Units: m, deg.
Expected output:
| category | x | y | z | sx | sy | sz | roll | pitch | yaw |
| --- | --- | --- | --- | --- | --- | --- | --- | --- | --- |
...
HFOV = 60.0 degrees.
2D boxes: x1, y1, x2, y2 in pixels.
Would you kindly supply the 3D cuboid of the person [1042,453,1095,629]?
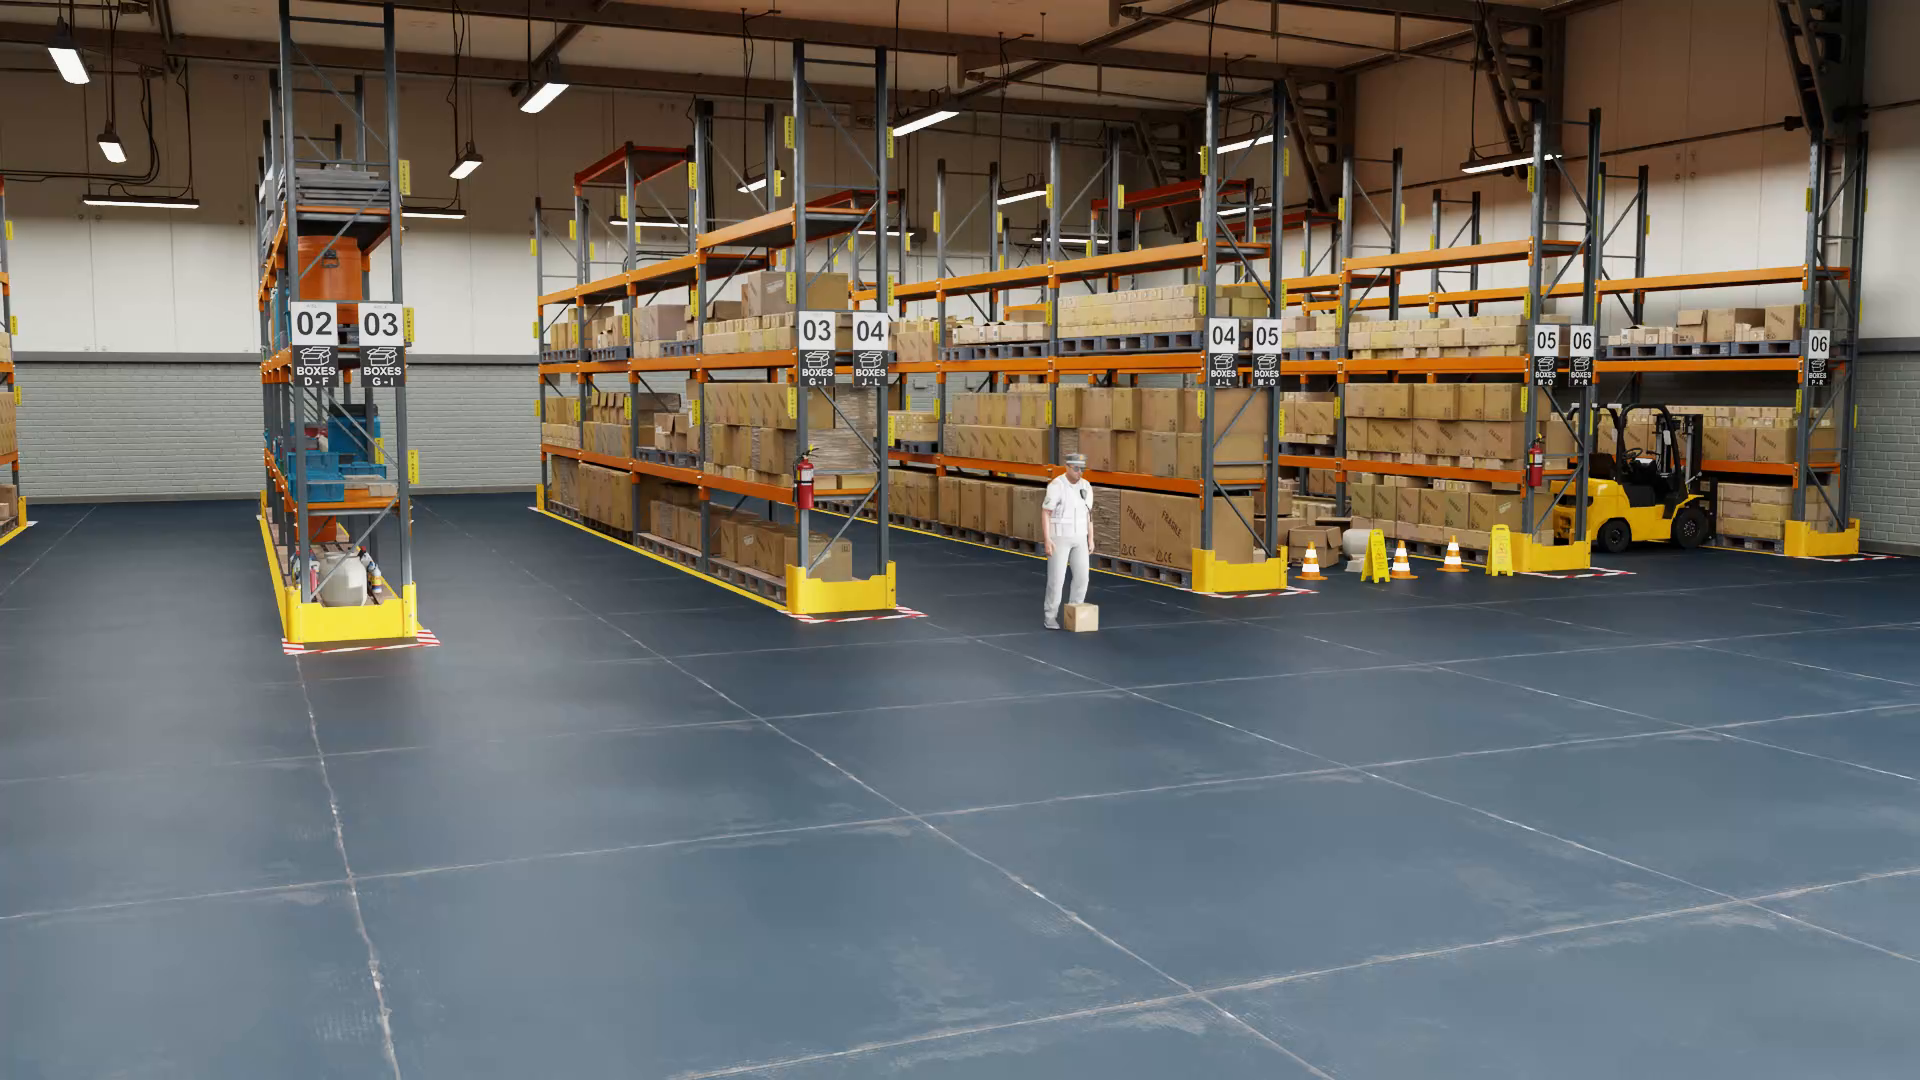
| category | x | y | z | sx | sy | sz | roll | pitch | yaw |
| --- | --- | --- | --- | --- | --- | --- | --- | --- | --- |
| person | 1.085 | 0.000 | 16.737 | 0.594 | 1.744 | 0.437 | -3 | 6 | -27 |
